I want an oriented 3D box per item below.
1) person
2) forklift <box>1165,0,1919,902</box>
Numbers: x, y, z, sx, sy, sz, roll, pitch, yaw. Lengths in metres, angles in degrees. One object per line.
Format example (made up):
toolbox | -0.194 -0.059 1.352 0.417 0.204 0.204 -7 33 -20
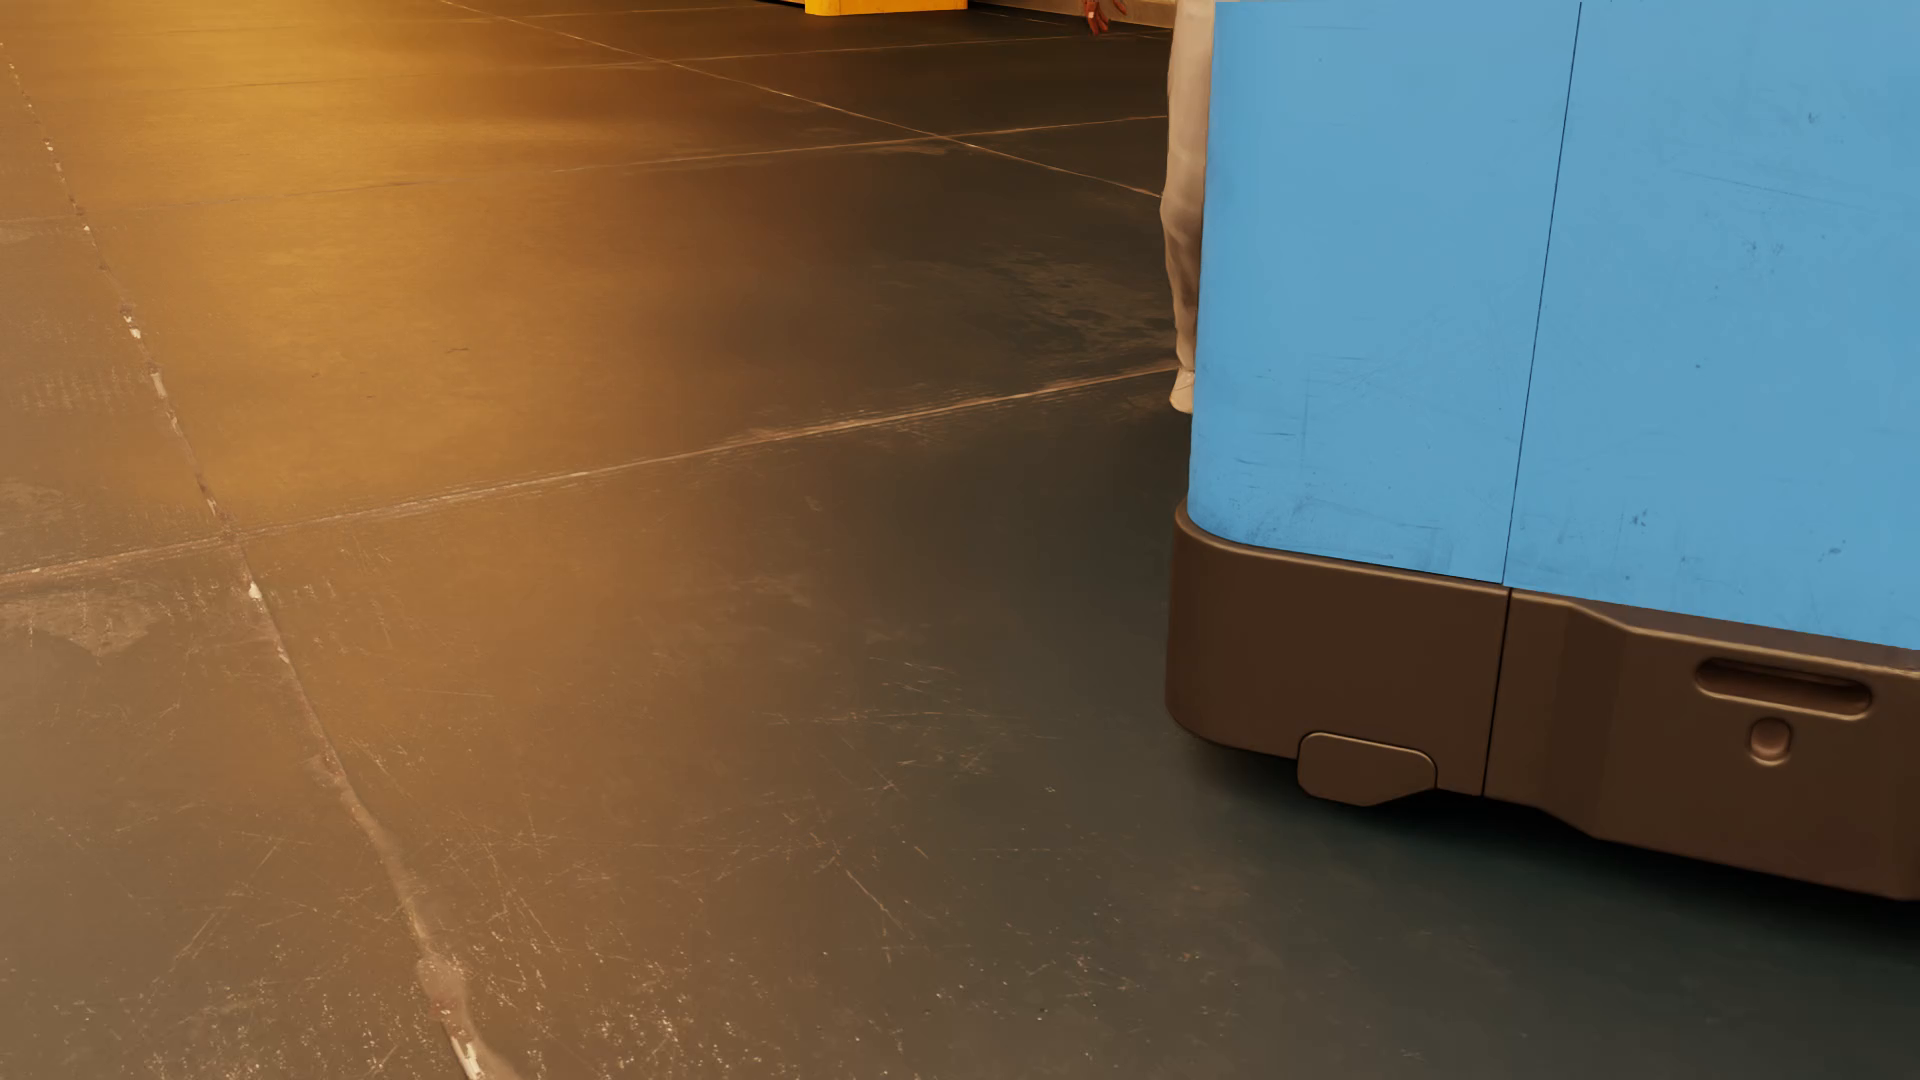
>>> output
person | 0.600 -0.968 2.944 0.814 1.642 0.444 7 23 17
forklift | 1.807 -1.025 1.270 3.031 2.935 1.130 9 24 22
